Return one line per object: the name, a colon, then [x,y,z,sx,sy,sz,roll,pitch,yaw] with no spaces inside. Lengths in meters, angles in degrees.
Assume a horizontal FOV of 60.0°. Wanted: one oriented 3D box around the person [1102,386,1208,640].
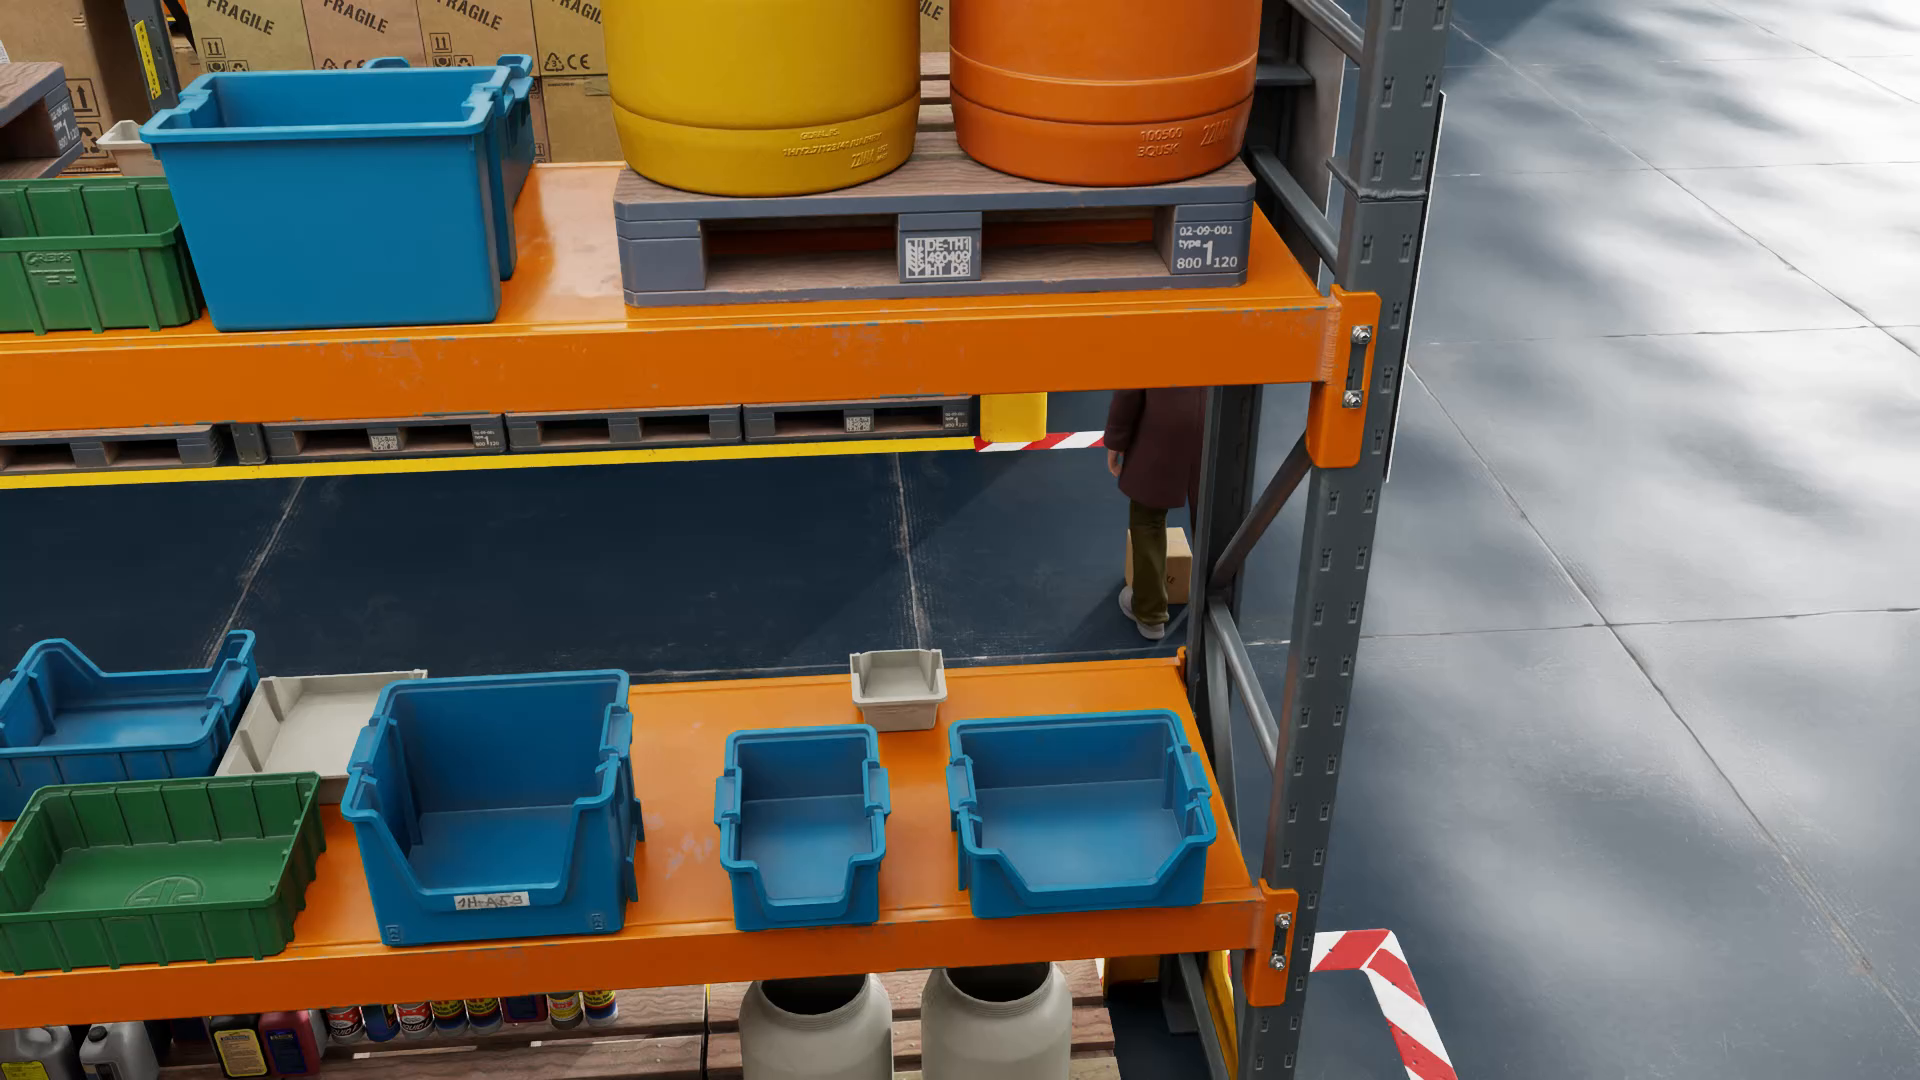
person: [0.902,-0.410,6.838,0.650,1.772,0.429,-5,31,-8]
